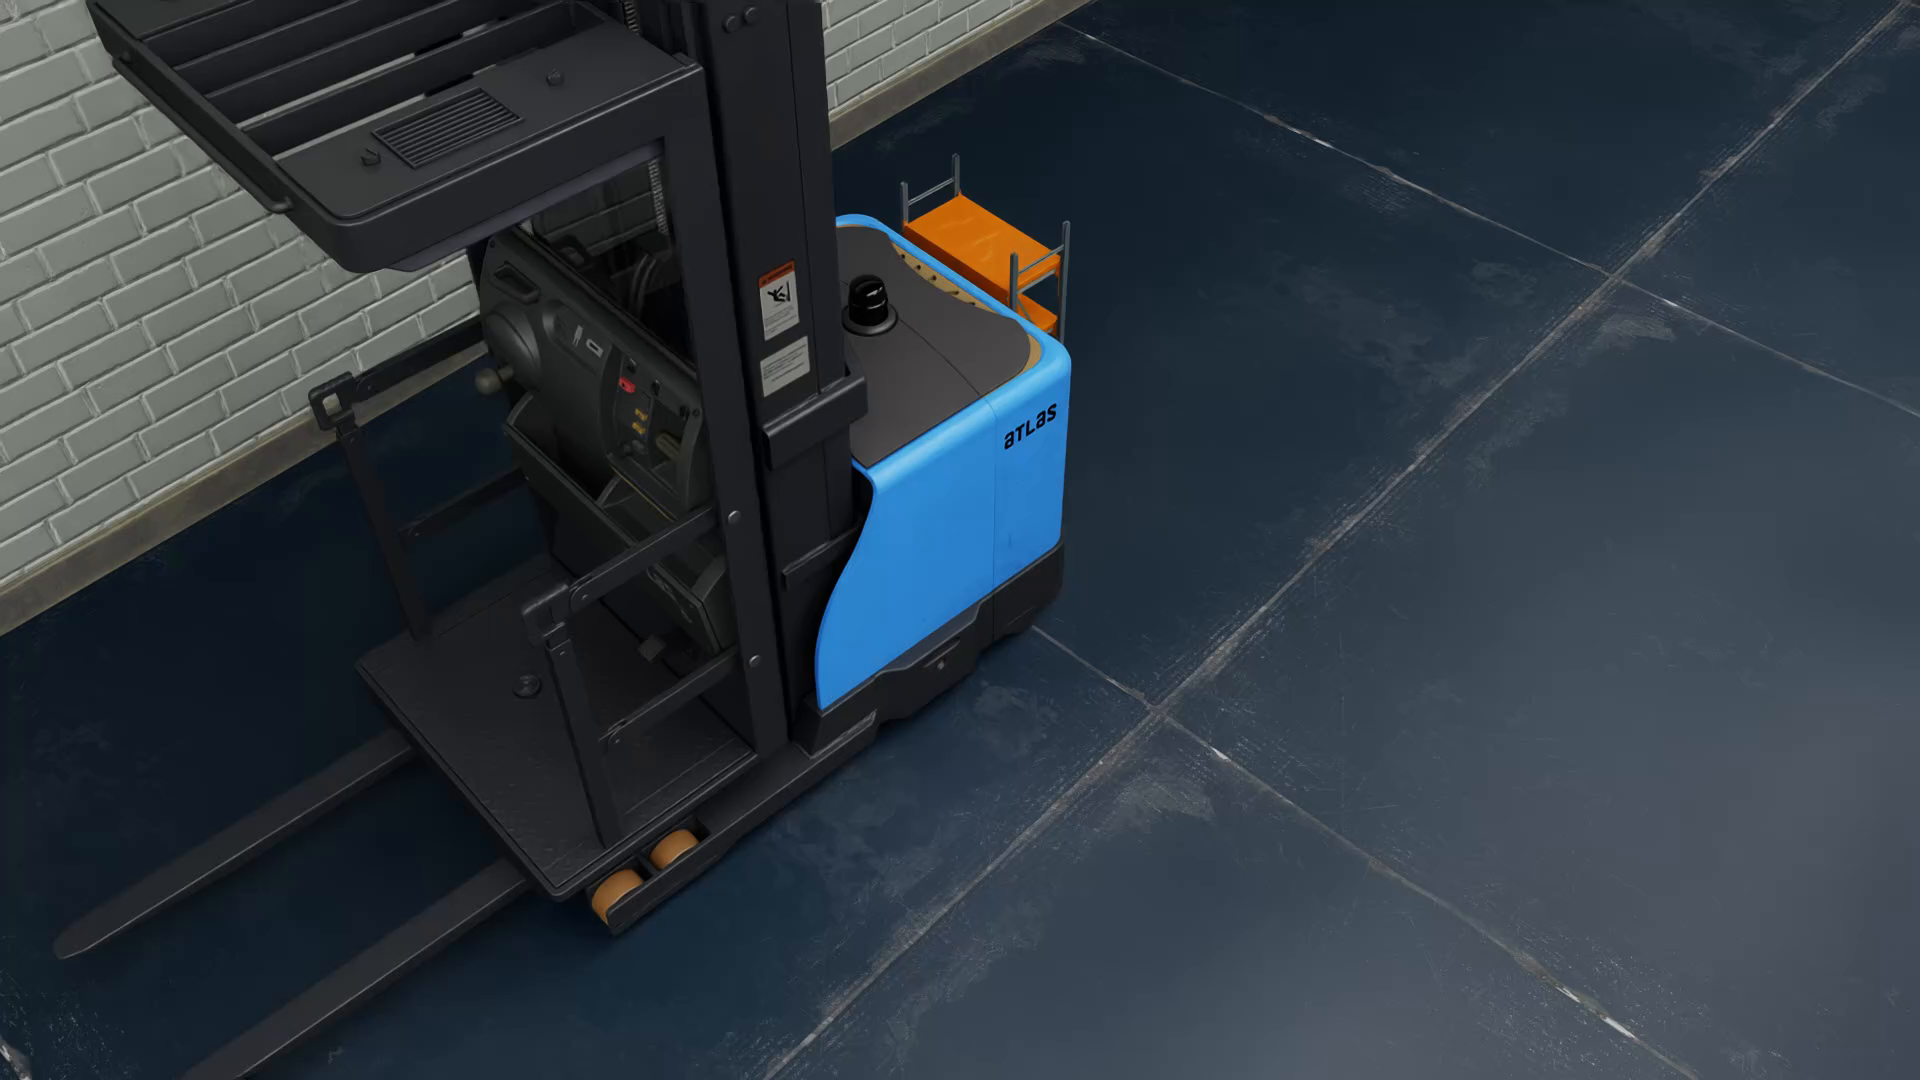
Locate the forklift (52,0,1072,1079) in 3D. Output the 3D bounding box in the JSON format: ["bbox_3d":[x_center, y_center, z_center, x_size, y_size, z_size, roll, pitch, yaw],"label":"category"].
[{"bbox_3d":[-1.085,-0.341,4.060,3.031,2.935,1.130,-34,55,-28],"label":"forklift"}]

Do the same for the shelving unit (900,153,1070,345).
[{"bbox_3d":[0.073,-0.617,5.506,0.258,1.200,0.503,-34,56,-28],"label":"shelving unit"}]

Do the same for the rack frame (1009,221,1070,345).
[{"bbox_3d":[0.240,-0.488,5.385,0.240,1.200,0.015,-34,56,-28],"label":"rack frame"}]

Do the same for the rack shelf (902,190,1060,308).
[{"bbox_3d":[0.073,-0.886,5.220,0.258,0.148,0.480,-34,56,-28],"label":"rack shelf"}]

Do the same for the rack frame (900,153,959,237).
[{"bbox_3d":[-0.095,-0.747,5.628,0.240,1.200,0.015,-34,56,-28],"label":"rack frame"}]

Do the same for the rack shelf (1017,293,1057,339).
[{"bbox_3d":[0.073,-0.724,5.392,0.258,0.148,0.480,-34,56,-28],"label":"rack shelf"}]
